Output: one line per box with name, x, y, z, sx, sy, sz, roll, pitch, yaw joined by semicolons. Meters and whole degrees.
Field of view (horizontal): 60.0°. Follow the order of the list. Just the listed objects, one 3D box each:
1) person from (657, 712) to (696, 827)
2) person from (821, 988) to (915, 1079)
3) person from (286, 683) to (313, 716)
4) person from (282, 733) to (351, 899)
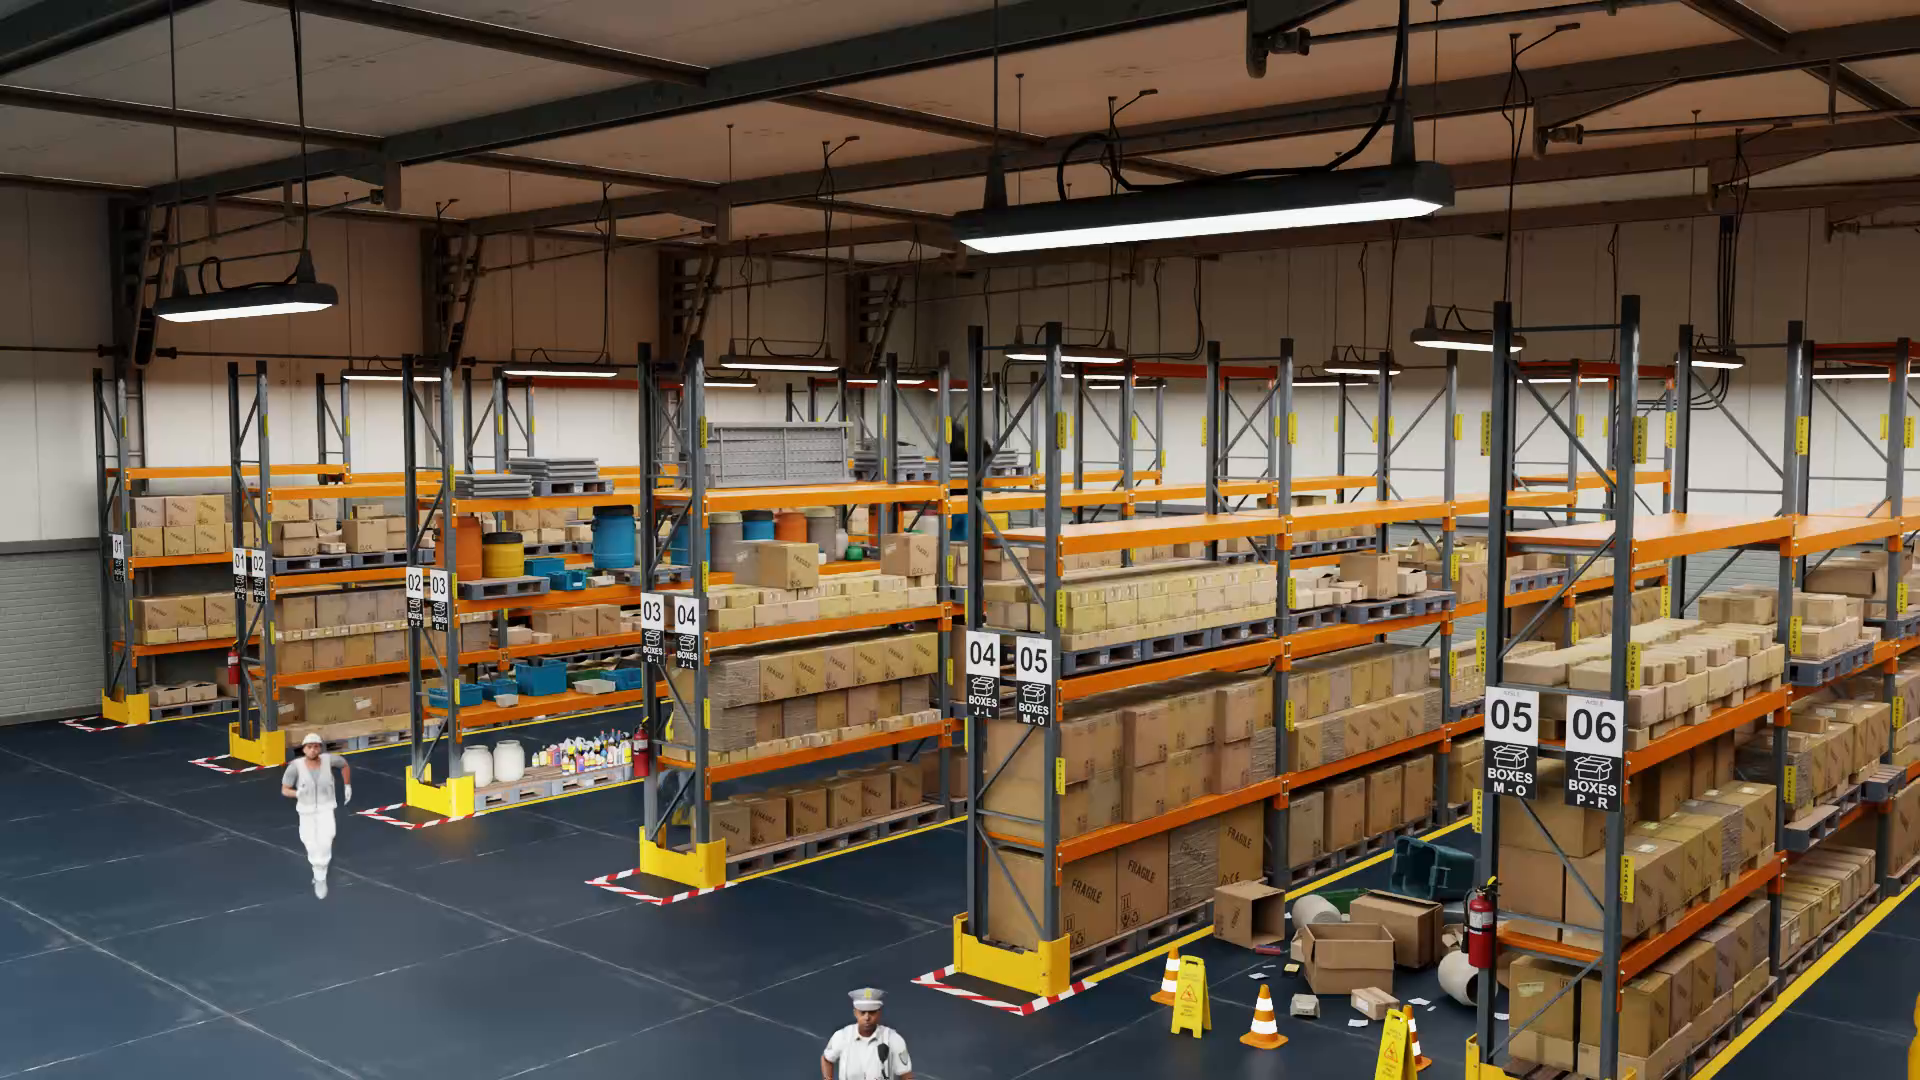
person;-3.535;2.750;20.902;0.695;1.747;0.666;3;5;35
person;-0.567;3.549;10.196;0.579;1.678;0.922;0;4;-4
person;-10.899;2.281;27.435;0.704;1.732;0.628;3;5;31
person;-6.947;2.882;17.970;0.693;1.646;0.839;-2;5;-21
